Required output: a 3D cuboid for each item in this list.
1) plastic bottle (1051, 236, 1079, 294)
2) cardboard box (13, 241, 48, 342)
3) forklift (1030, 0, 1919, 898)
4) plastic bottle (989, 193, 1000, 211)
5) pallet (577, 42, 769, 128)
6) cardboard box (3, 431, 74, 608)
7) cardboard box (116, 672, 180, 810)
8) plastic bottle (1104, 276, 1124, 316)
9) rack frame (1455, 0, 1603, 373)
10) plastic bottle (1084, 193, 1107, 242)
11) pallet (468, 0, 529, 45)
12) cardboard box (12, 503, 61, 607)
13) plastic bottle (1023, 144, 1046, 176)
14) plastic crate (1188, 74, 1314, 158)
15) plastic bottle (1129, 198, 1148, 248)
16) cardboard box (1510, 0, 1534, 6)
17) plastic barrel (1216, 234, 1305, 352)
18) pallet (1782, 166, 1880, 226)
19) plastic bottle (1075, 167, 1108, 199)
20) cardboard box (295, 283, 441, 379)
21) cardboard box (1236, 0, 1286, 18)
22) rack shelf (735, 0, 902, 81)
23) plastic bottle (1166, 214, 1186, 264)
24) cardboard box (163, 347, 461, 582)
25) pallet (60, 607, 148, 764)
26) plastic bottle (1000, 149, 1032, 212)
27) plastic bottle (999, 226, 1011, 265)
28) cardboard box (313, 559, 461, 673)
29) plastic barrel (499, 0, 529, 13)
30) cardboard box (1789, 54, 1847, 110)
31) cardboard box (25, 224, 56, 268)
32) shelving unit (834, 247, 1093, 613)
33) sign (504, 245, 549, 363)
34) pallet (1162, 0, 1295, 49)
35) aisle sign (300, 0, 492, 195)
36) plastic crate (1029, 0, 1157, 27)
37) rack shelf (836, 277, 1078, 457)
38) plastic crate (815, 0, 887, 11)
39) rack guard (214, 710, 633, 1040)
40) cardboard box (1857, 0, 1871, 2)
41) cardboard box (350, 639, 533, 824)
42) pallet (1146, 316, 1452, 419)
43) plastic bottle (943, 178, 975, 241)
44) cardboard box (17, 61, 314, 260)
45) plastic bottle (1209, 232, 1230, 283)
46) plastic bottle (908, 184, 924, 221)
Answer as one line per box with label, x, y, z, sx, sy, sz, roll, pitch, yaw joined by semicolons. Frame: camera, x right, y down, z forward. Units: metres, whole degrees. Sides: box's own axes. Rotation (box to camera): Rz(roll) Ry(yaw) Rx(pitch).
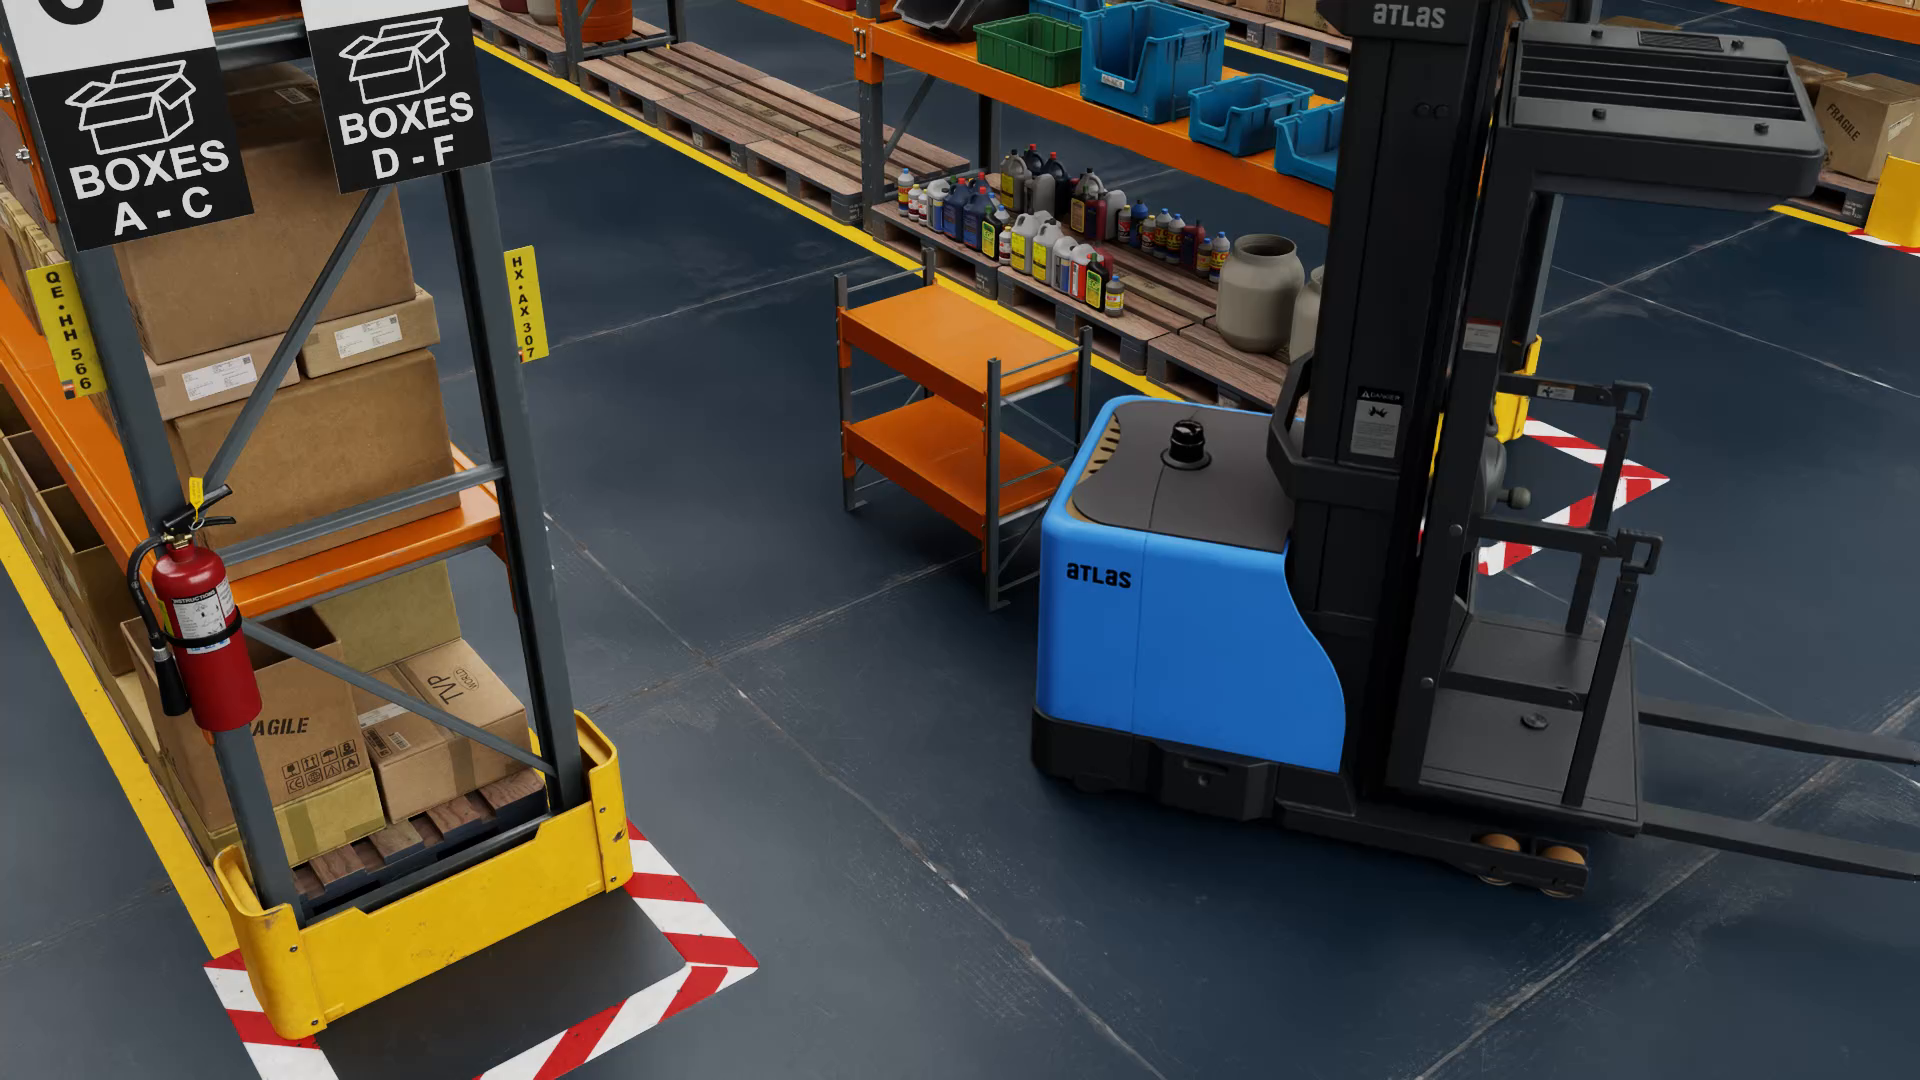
plastic bottle;0.592;-1.488;8.967;0.152;0.276;0.135;-23;39;-33
cardboard box;-2.860;-0.947;5.837;0.700;0.500;0.500;-21;38;-30
forklift;1.824;-0.402;5.119;3.031;2.935;1.130;10;33;15
plastic bottle;0.181;-1.866;9.580;0.097;0.271;0.097;0;32;0
pallet;-2.179;-3.477;12.648;1.003;0.211;1.213;-22;38;-31
cardboard box;-3.127;-0.139;6.127;0.500;0.500;0.500;-22;38;-31
cardboard box;-2.511;0.596;5.656;0.500;0.250;0.500;-22;38;-31
plastic bottle;0.810;-1.284;8.710;0.097;0.201;0.097;0;32;0
rack frame;2.282;-1.663;7.084;1.000;3.000;0.127;-22;38;-31
plastic bottle;0.781;-1.869;9.574;0.061;0.283;0.133;-22;38;-31
pallet;-3.884;-4.635;14.513;1.003;0.211;1.213;-22;38;-31
cardboard box;-3.435;-0.028;6.659;0.500;0.250;0.500;-22;38;-31
plastic bottle;0.452;-2.216;10.069;0.144;0.351;0.185;-23;39;-33
plastic crate;1.345;-1.984;7.742;0.499;0.251;0.408;-22;38;-31
plastic bottle;1.021;-1.816;9.500;0.097;0.271;0.097;0;32;0
cardboard box;3.956;-3.869;12.608;0.500;0.500;0.500;-24;39;-33
plastic barrel;1.511;-1.243;8.368;0.421;0.512;0.421;0;32;0
pallet;5.678;-2.462;11.014;1.003;0.211;1.213;-22;38;-31
plastic bottle;0.768;-2.002;9.723;0.144;0.351;0.185;-23;38;-32
cardboard box;-1.703;-0.613;4.684;0.380;0.149;0.250;-23;38;-32
cardboard box;2.761;-4.758;14.020;0.700;0.500;0.500;-26;40;-35
rack shelf;-1.397;-3.858;11.300;1.077;0.370;4.000;-22;38;-31
plastic bottle;1.207;-1.690;9.297;0.097;0.271;0.097;0;32;0
cardboard box;-1.909;-0.303;4.800;0.700;0.500;0.500;-22;38;-31
pallet;-2.879;0.310;6.551;1.003;0.211;1.213;-22;38;-31
plastic bottle;0.338;-2.169;9.994;0.144;0.351;0.185;-22;38;-31
plastic bottle;0.268;-1.653;9.304;0.097;0.201;0.097;0;32;0
cardboard box;-2.094;0.106;5.733;0.500;0.500;0.500;-22;38;-31
plastic barrel;-3.629;-4.820;14.055;0.600;0.588;0.708;-22;38;-31
cardboard box;5.432;-2.885;11.024;0.500;0.500;0.500;-12;34;-19
cardboard box;-2.650;-0.907;5.158;0.380;0.149;0.250;-21;38;-30
shelving unit;-0.004;-0.481;6.958;0.538;1.125;1.048;-22;38;-31
sign;-1.191;-0.640;4.542;0.100;0.325;0.005;-22;38;-31
pallet;2.511;-4.580;14.425;1.003;0.211;1.213;-22;38;-31
aisle sign;-1.350;-1.238;3.936;0.394;0.787;0.004;-22;38;-31
plastic crate;0.723;-2.893;9.206;0.499;0.251;0.616;-22;38;-31
rack shelf;-0.004;-0.729;6.803;0.538;0.278;1.000;-22;38;-31
plastic crate;-0.709;-3.460;9.917;0.402;0.464;0.583;-22;38;-31
rack guard;-1.618;1.010;5.150;1.175;0.500;0.348;-22;38;-31
cardboard box;5.510;-3.402;10.123;0.380;0.149;0.250;-22;38;-31
cardboard box;-1.786;0.633;5.596;0.500;0.250;0.500;-22;38;-31
pallet;1.705;-0.835;8.394;1.003;0.211;1.213;-22;38;-31
plastic bottle;-0.003;-1.921;9.593;0.144;0.351;0.185;-21;38;-30
cardboard box;-2.268;-1.093;4.843;0.700;0.500;0.500;-23;39;-33
plastic bottle;1.417;-1.547;9.067;0.097;0.271;0.097;0;32;0
plastic bottle;-0.259;-2.011;9.880;0.097;0.201;0.097;0;32;0
